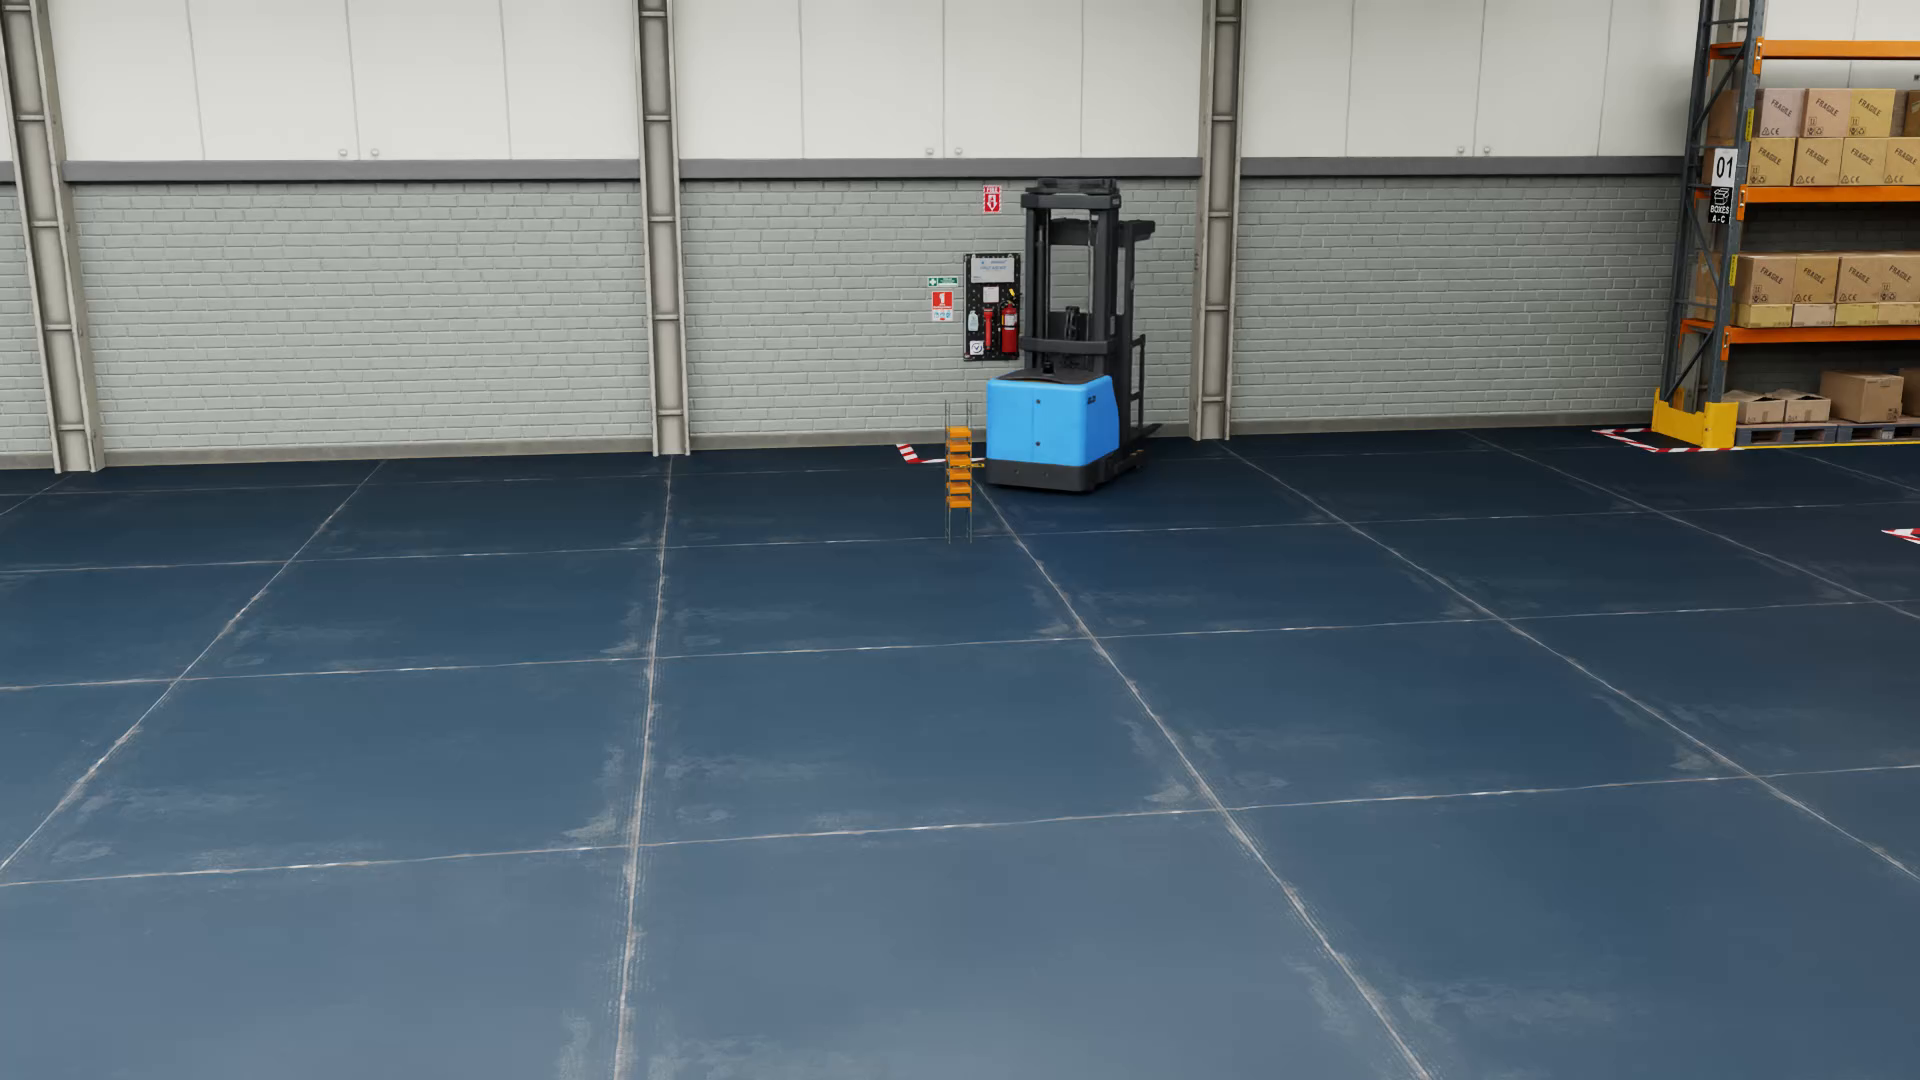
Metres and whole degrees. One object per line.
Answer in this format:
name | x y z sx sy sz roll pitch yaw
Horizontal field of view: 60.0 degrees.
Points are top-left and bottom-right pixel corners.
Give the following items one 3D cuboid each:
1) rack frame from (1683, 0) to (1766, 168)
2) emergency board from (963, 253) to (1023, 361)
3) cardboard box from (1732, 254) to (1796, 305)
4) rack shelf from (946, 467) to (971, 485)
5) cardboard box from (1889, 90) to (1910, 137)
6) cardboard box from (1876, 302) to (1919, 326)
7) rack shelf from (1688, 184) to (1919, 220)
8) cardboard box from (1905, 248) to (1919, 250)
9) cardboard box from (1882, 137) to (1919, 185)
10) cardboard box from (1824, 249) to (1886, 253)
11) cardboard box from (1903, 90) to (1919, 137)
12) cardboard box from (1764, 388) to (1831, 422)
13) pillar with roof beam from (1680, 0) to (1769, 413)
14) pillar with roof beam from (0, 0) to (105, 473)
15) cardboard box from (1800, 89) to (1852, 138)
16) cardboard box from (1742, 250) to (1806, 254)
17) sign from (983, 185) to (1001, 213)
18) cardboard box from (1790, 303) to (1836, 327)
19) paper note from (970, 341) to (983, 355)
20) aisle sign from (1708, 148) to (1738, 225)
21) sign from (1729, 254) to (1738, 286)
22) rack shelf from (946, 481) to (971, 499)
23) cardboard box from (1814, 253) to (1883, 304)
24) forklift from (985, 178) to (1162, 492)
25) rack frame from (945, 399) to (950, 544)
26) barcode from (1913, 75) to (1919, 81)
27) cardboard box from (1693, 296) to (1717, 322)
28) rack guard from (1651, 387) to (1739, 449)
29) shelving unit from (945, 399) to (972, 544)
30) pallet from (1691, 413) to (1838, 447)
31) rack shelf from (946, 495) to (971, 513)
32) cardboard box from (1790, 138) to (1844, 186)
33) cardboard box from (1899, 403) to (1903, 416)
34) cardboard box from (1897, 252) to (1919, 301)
rack frame | 8.189 -5.508 17.687 0.127 3.000 1.000 -2 14 -8
emergency board | 0.370 -2.534 18.160 0.643 1.169 0.194 -2 14 -8
cardboard box | 8.706 -2.844 18.122 0.500 0.500 0.500 -2 14 -8
rack shelf | -0.014 -0.538 14.085 0.180 0.103 0.258 -2 14 -8
cardboard box | 10.104 -4.726 18.433 0.500 0.500 0.500 -2 14 -8
cardboard box | 10.235 -2.534 18.426 0.500 0.250 0.500 -2 14 -8
rack shelf | 10.167 -3.777 18.428 4.000 0.370 1.077 -2 14 -8
cardboard box | 11.137 -3.059 18.980 0.500 0.500 0.500 -2 14 -9
cardboard box | 10.133 -4.119 18.066 0.500 0.500 0.500 -1 14 -5
cardboard box | 10.131 -3.021 18.828 0.500 0.500 0.500 -2 14 -8
cardboard box | 10.634 -4.614 17.986 0.500 0.500 0.500 -3 14 -10
cardboard box | 9.450 -1.532 18.786 0.500 0.311 0.500 -1 14 -4
pillar with roof beam | 9.394 -4.706 14.488 0.400 9.000 9.100 -2 14 -8
pillar with roof beam | -8.405 -4.054 11.887 0.400 9.000 9.100 -2 14 -8
cardboard box | 9.110 -4.558 17.762 0.500 0.500 0.500 -2 14 -9
cardboard box | 9.123 -2.983 18.676 0.500 0.500 0.500 -2 14 -8
sign | 0.347 -3.682 17.972 0.199 0.298 0.001 -2 14 -8
cardboard box | 9.230 -2.499 18.287 0.500 0.250 0.500 -3 14 -10
paper note | 0.185 -2.117 18.308 0.142 0.148 0.016 -2 14 -8
aisle sign | 8.163 -3.785 17.802 0.004 0.787 0.394 -2 14 -8
sign | 8.270 -2.888 17.791 0.005 0.325 0.100 -2 14 -8
rack shelf | -0.014 -0.422 14.114 0.180 0.103 0.258 -2 14 -8
cardboard box | 9.708 -2.877 18.252 0.500 0.500 0.500 -3 14 -10
forklift | 1.310 -2.193 16.940 1.130 2.935 3.031 6 15 24
rack frame | -0.105 -0.578 14.061 0.006 1.200 0.240 -2 14 -8
barcode | 10.706 -5.173 18.610 0.075 0.075 0.001 -2 14 -8
cardboard box | 8.623 -2.599 18.686 0.500 0.250 0.500 -2 14 -7
rack guard | 8.264 -1.389 18.732 0.348 0.500 1.175 -2 14 -8
shelving unit | -0.014 -0.581 14.074 0.189 1.200 0.258 -2 14 -8
pallet | 9.073 -1.270 18.850 1.213 0.211 1.003 -2 14 -8
rack shelf | -0.014 -0.306 14.143 0.180 0.103 0.258 -2 14 -8
cardboard box | 9.093 -4.074 17.889 0.500 0.500 0.500 -1 14 -5
cardboard box | 10.560 -1.521 19.076 0.250 0.149 0.380 -3 14 -13
cardboard box | 10.731 -2.917 18.414 0.500 0.500 0.500 -3 14 -10
